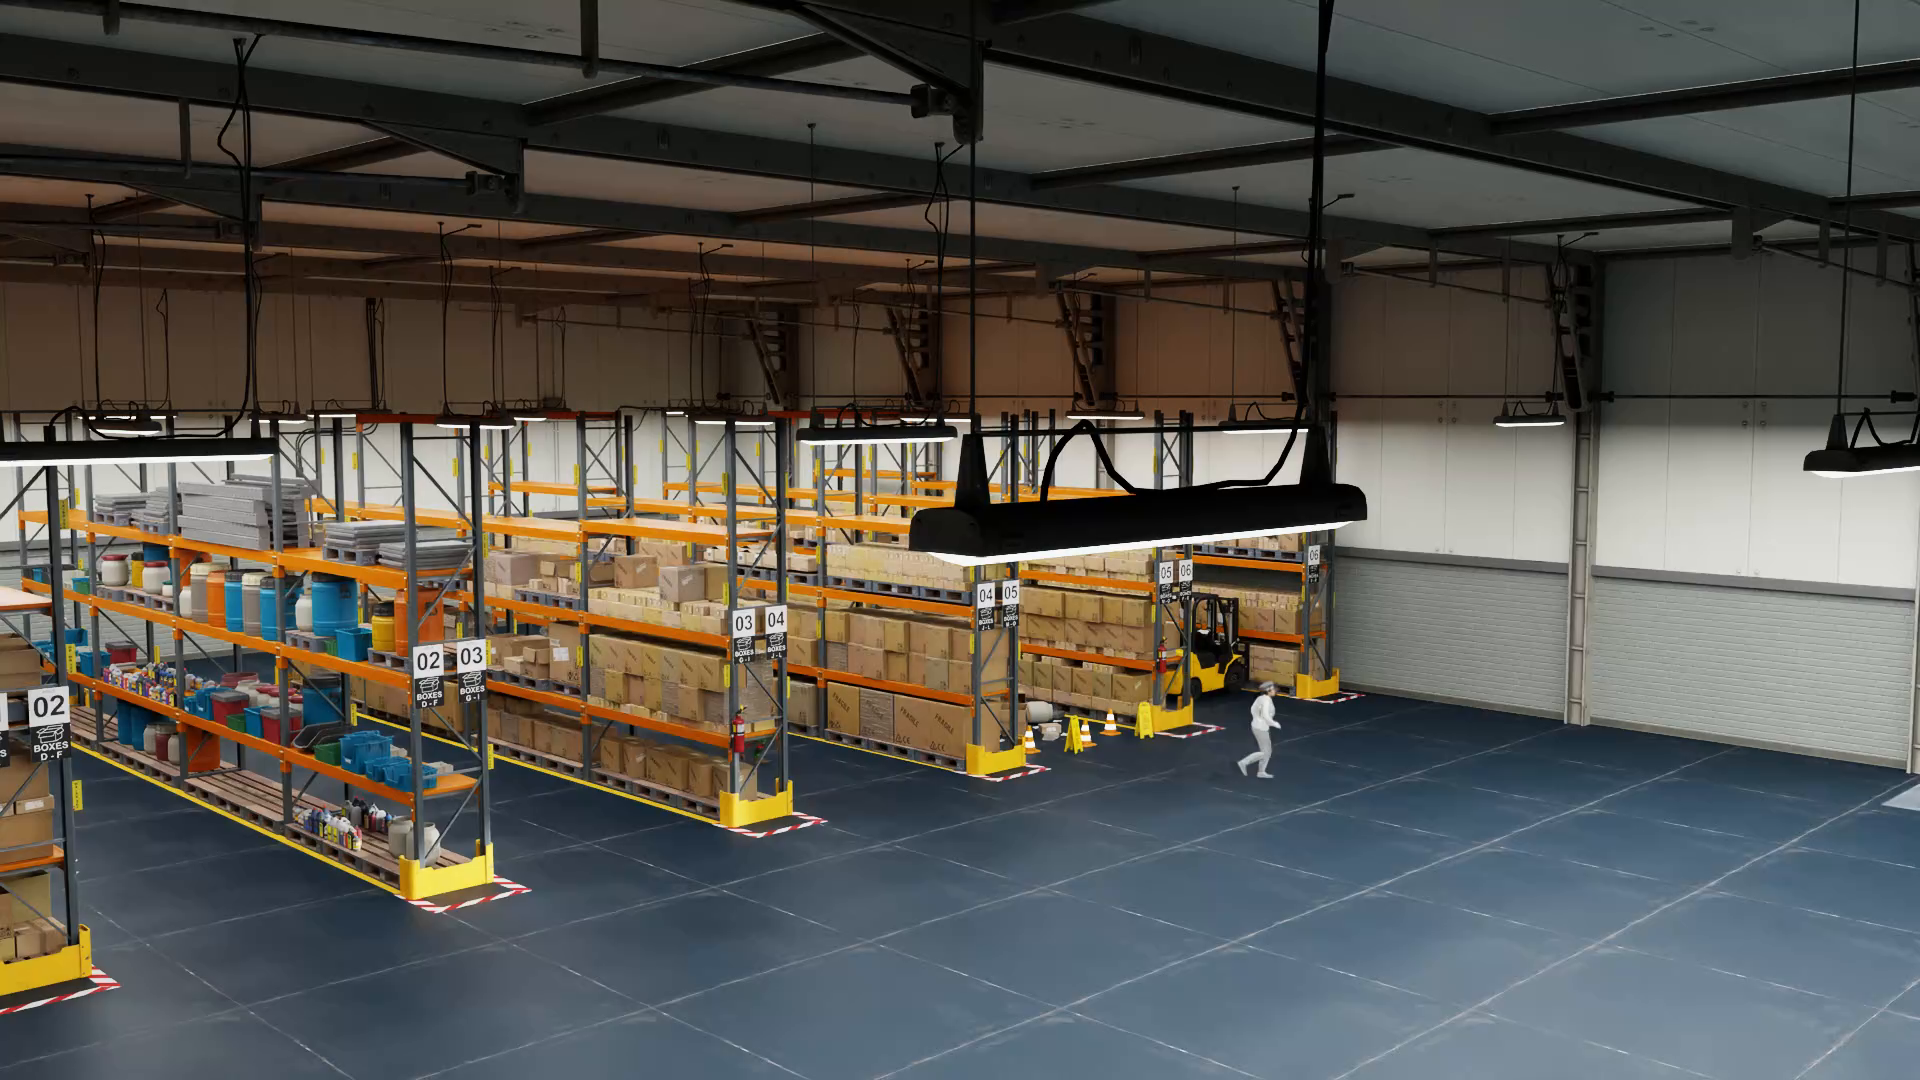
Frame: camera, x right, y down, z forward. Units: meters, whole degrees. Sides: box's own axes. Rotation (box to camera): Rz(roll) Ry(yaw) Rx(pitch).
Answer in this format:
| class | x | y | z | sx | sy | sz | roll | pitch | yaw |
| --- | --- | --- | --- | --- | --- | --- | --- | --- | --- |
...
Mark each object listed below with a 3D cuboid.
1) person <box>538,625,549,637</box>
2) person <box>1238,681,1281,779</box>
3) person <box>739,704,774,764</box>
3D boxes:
| class | x | y | z | sx | sy | sz | roll | pitch | yaw |
| --- | --- | --- | --- | --- | --- | --- | --- | --- | --- |
| person | -10.054 | 1.932 | 40.820 | 0.682 | 1.725 | 0.731 | -3 | 6 | -29 |
| person | 4.934 | 3.141 | 27.489 | 0.713 | 1.641 | 0.614 | 0 | 5 | -3 |
| person | -3.552 | 2.995 | 28.630 | 0.715 | 1.733 | 0.654 | 2 | 5 | 19 |
